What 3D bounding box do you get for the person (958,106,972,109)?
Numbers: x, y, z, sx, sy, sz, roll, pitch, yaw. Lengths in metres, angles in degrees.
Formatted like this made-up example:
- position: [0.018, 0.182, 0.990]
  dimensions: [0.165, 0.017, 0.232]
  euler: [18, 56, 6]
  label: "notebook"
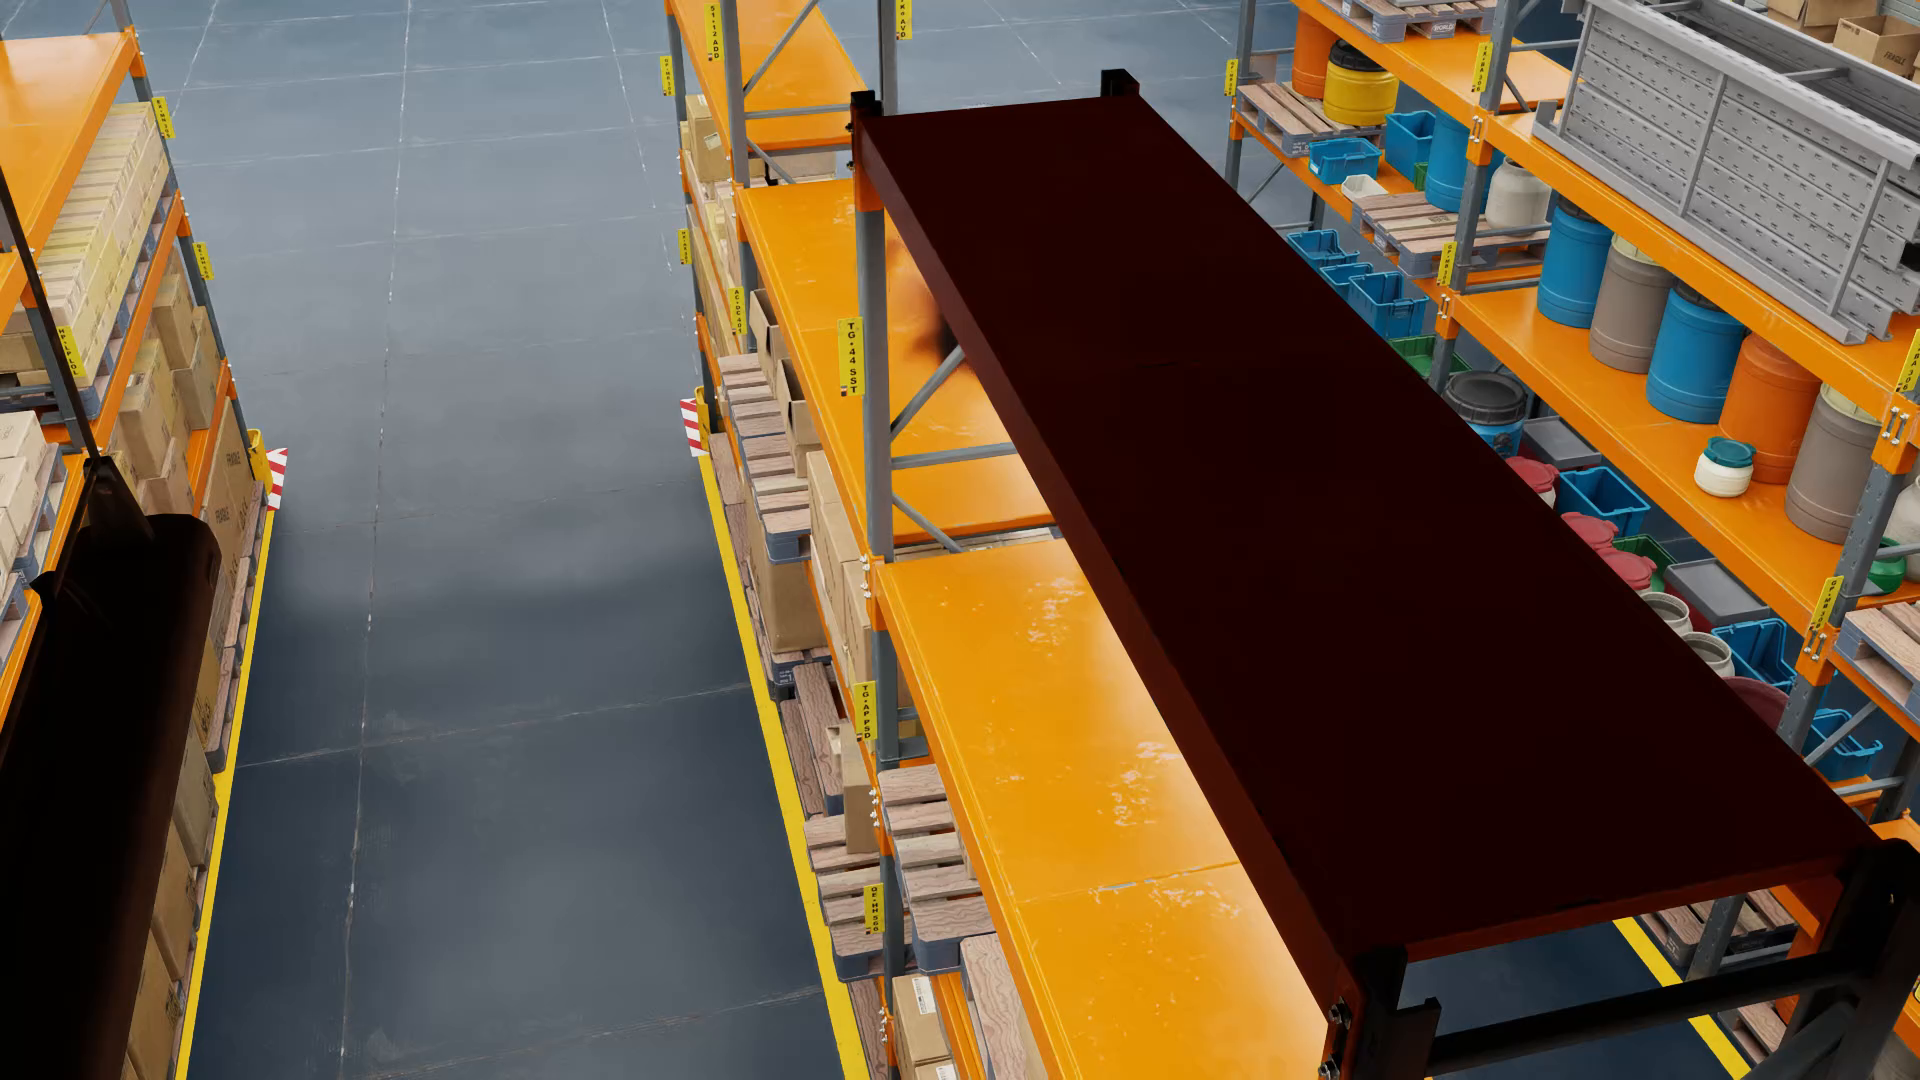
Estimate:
- position: [0.261, -3.945, 18.341]
  dimensions: [0.821, 1.719, 0.698]
  euler: [3, 35, 5]
  label: "person"
